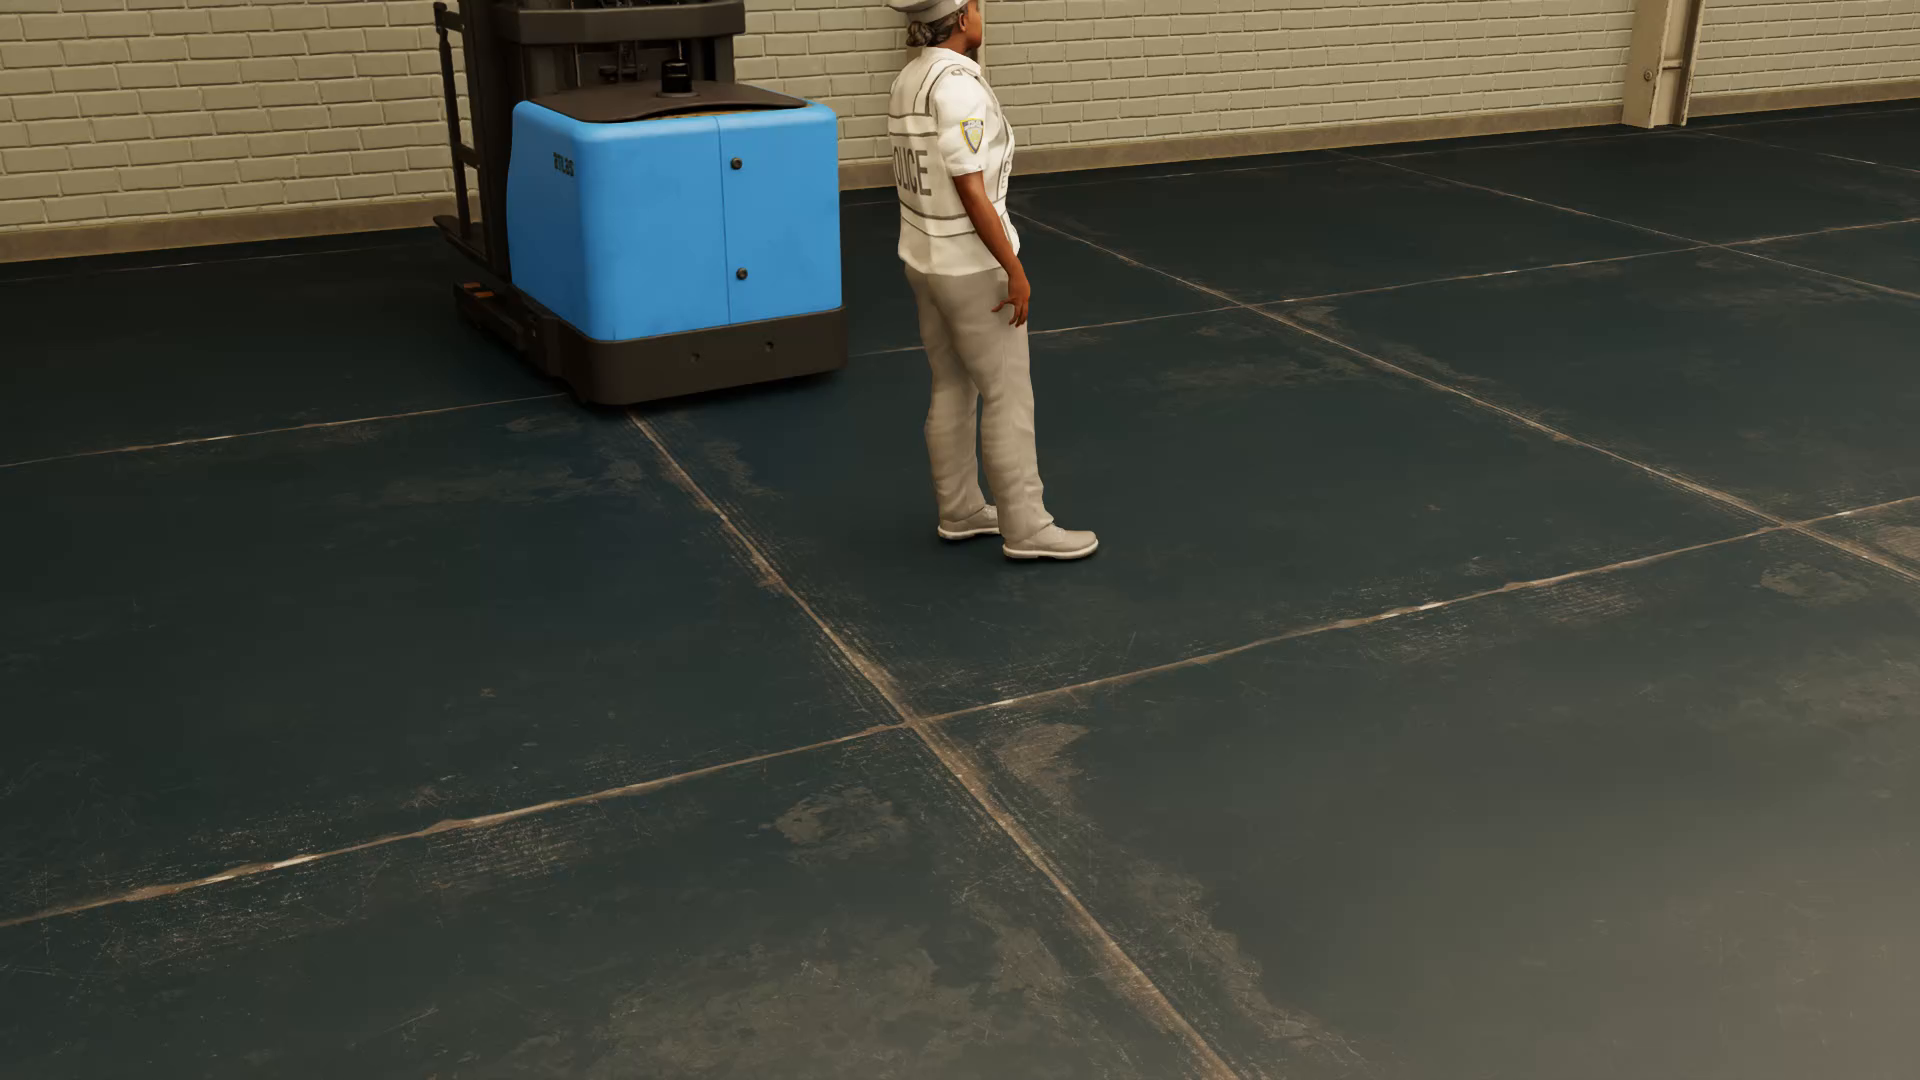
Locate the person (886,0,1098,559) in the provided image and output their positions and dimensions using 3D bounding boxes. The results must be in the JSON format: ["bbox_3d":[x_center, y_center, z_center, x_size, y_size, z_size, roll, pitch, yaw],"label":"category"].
[{"bbox_3d":[0.076,-0.795,4.792,0.530,1.695,0.570,-10,25,-23],"label":"person"}]

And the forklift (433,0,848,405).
[{"bbox_3d":[-1.630,-2.368,6.987,1.130,2.935,3.031,-13,26,-28],"label":"forklift"}]
